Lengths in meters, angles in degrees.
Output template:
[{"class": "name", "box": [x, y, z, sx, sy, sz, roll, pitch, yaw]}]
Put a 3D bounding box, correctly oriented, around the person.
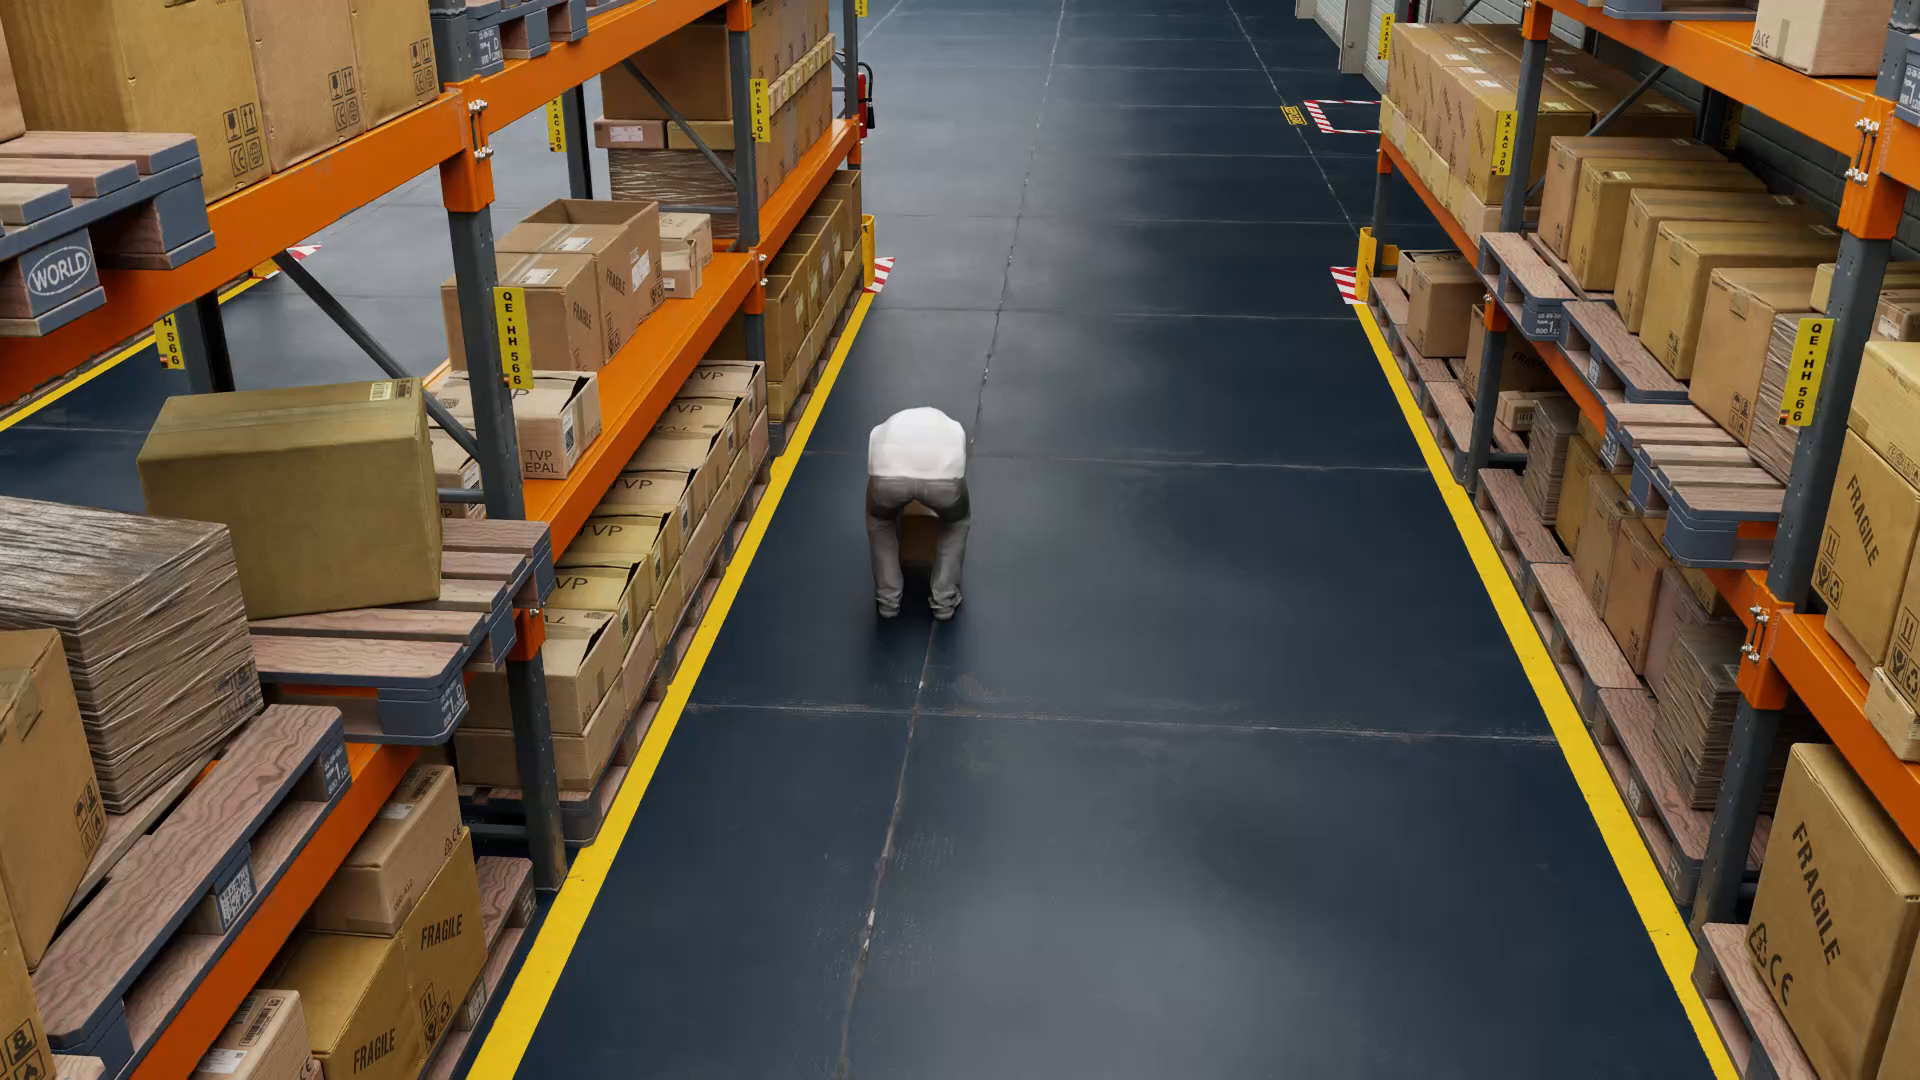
[{"class": "person", "box": [-0.197, -0.213, 7.976, 0.506, 1.001, 0.999, 1, 24, 2]}]
